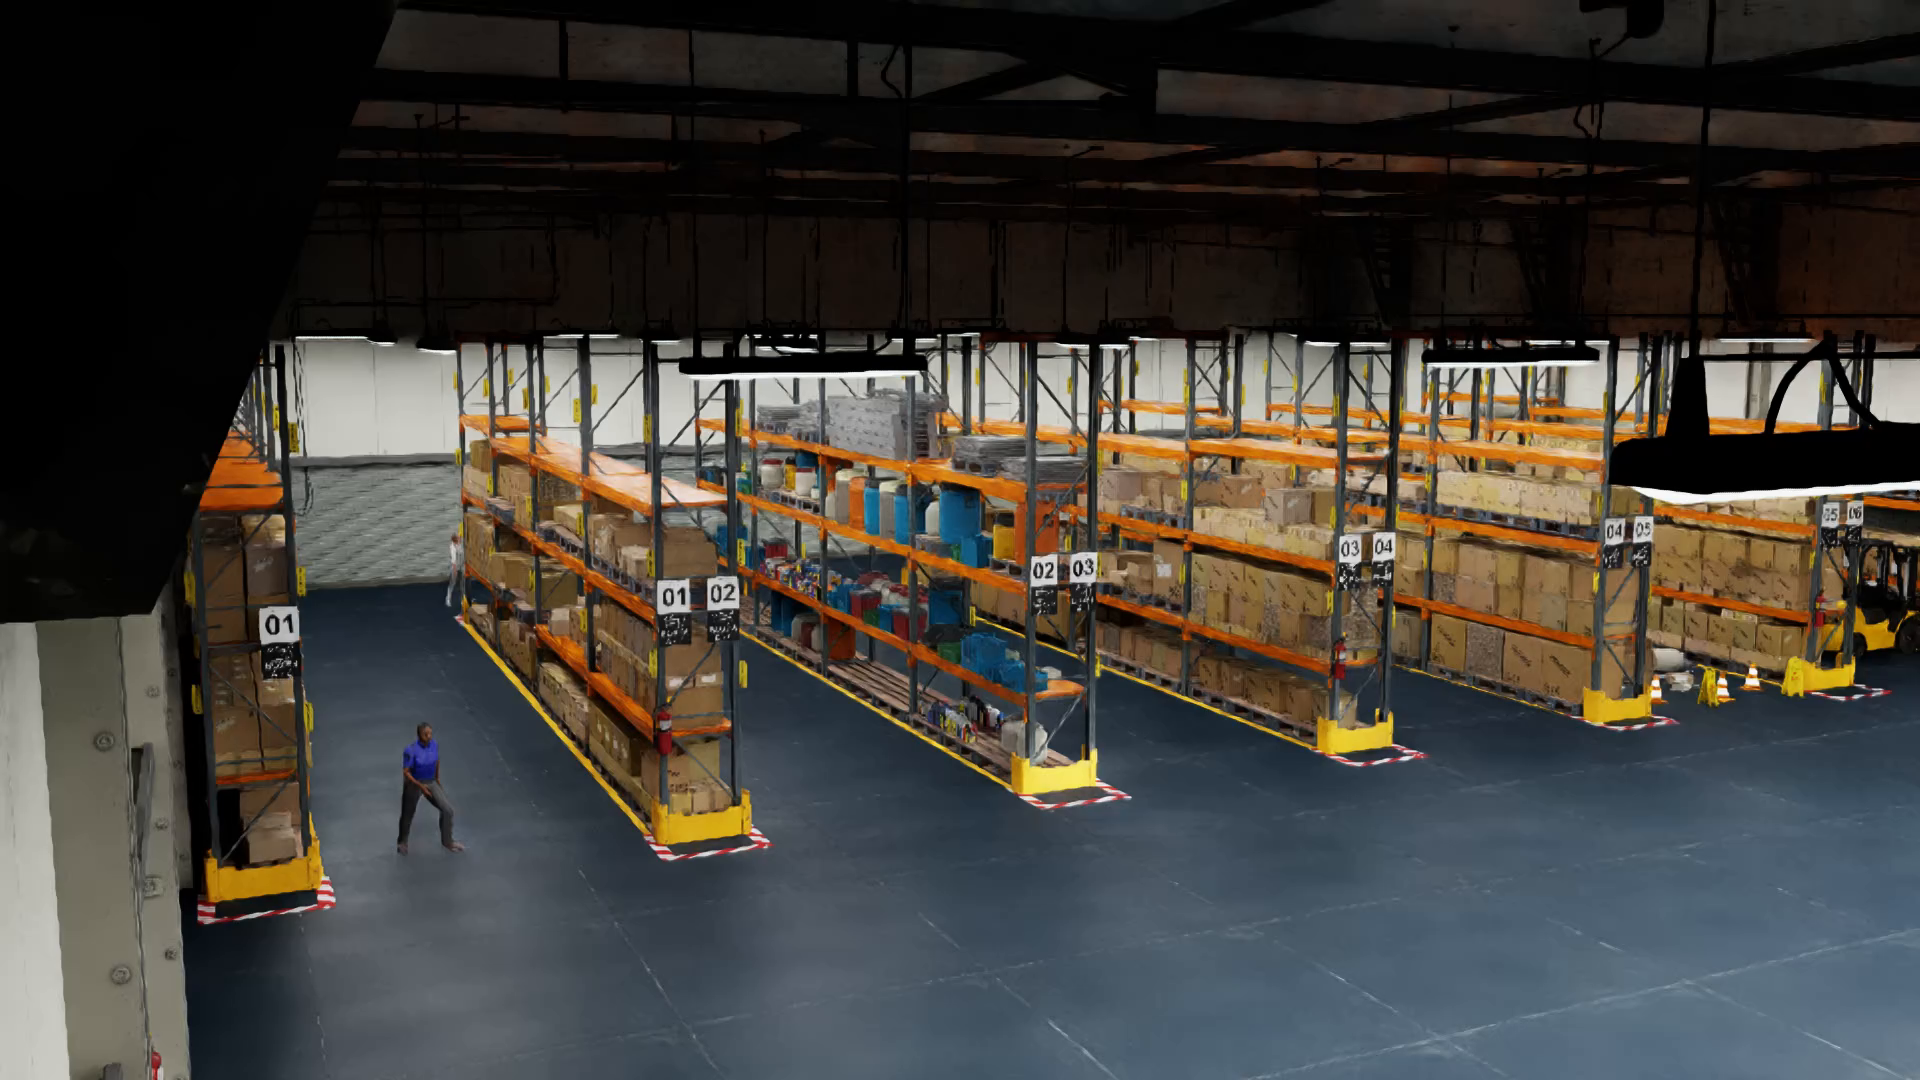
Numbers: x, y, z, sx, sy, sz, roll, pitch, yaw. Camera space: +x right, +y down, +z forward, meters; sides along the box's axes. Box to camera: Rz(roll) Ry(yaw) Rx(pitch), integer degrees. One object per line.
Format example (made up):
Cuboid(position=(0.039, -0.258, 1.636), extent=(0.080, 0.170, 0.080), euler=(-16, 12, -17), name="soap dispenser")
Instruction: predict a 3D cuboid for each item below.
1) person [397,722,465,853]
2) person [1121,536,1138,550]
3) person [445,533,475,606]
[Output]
Cuboid(position=(-6.327, 2.902, 19.626), extent=(0.765, 1.599, 0.614), euler=(7, 11, 44), name="person")
Cuboid(position=(4.427, -0.419, 43.686), extent=(0.583, 1.763, 0.707), euler=(6, 10, 37), name="person")
Cuboid(position=(-11.028, 0.618, 36.487), extent=(0.493, 1.591, 0.626), euler=(1, 8, 7), name="person")
